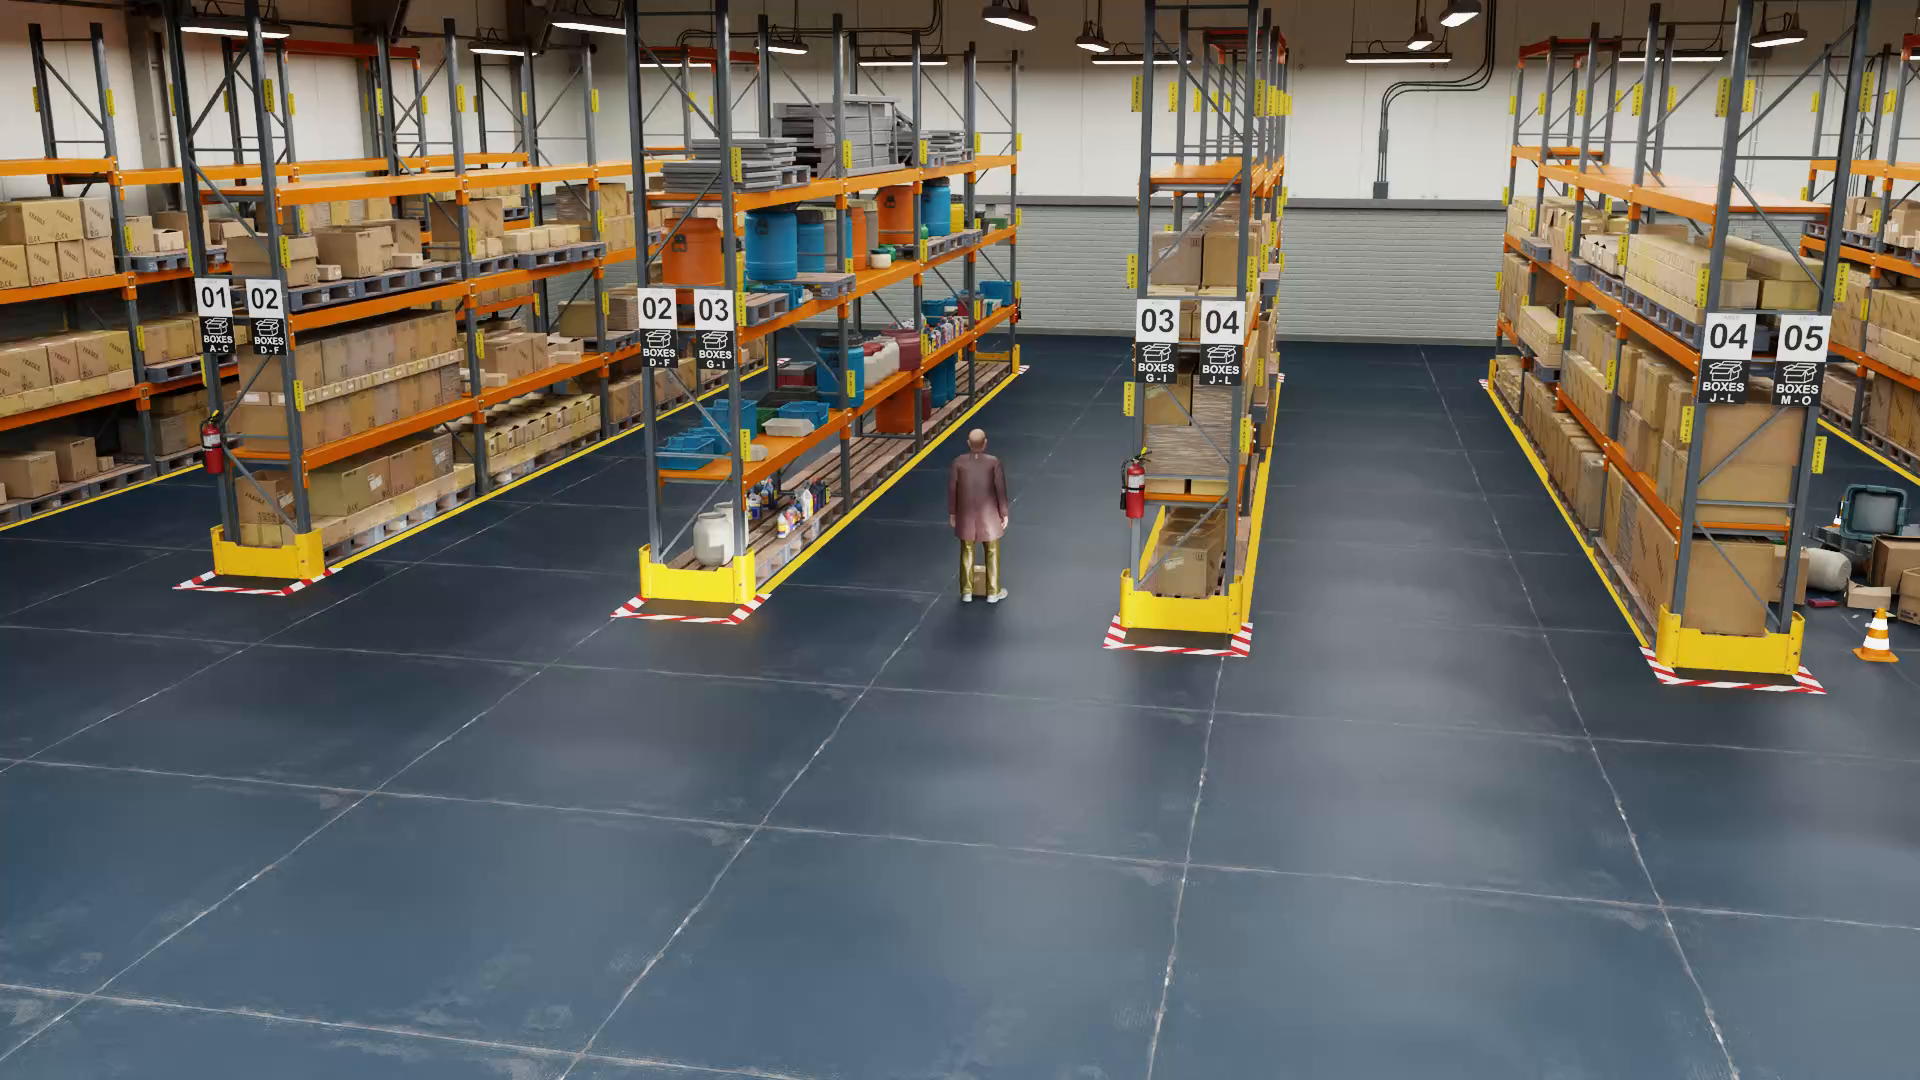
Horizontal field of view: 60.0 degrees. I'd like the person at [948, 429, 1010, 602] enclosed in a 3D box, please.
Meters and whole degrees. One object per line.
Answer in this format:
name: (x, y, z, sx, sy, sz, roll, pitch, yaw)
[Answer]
person: (0.187, -0.253, 17.022, 0.643, 1.774, 0.424, 3, 15, 12)
